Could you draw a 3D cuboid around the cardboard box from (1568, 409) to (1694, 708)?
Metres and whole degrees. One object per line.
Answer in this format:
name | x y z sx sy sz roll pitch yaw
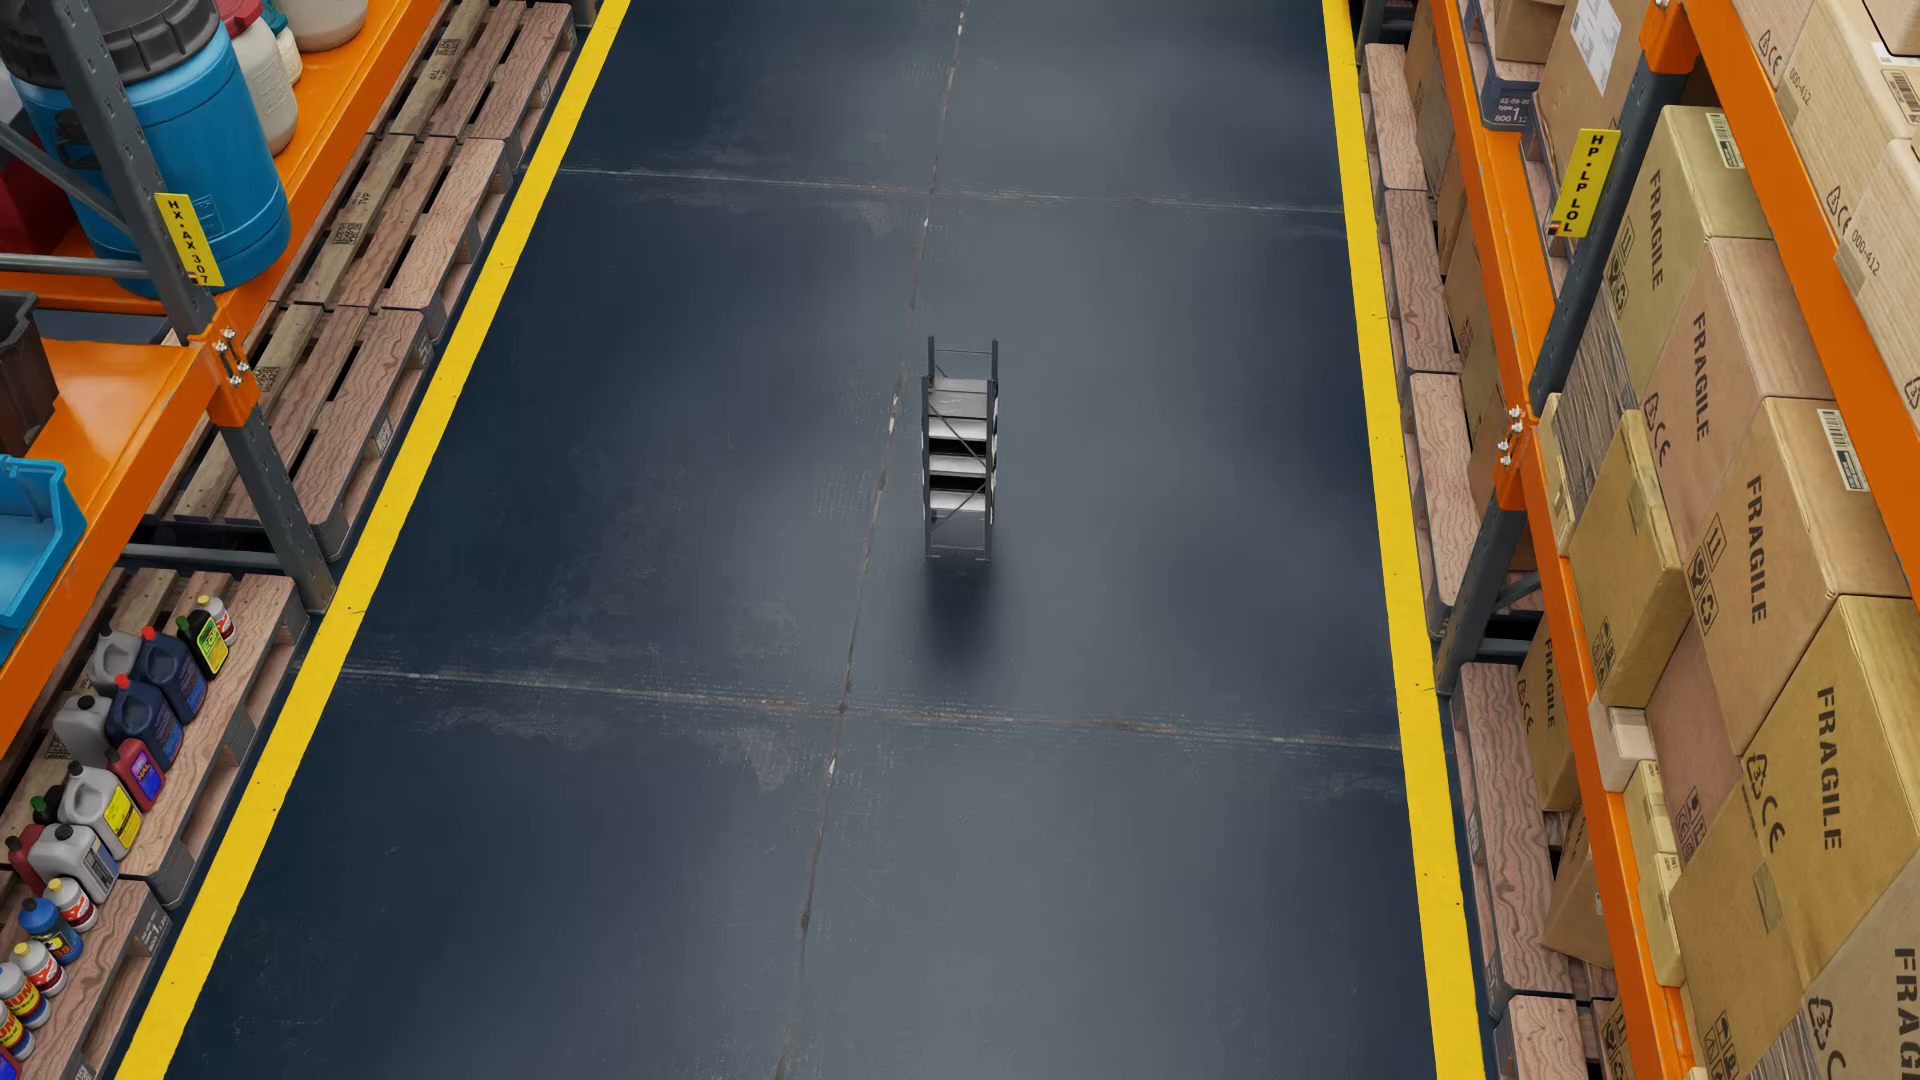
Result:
cardboard box | 1.968 0.071 3.883 0.875 0.500 0.500 4 48 4

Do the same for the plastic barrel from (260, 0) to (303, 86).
plastic barrel | -2.507 -1.735 5.898 0.301 0.262 0.301 0 48 0

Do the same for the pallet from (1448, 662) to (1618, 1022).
pallet | 2.126 0.950 5.238 1.003 0.211 1.213 4 48 4

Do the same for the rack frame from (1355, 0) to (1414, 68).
rack frame | 2.516 -3.426 7.351 1.000 3.000 0.127 4 48 4

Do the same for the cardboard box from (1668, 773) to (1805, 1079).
cardboard box | 1.936 0.809 3.208 0.875 0.500 0.500 4 48 4

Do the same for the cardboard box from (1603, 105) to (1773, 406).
cardboard box | 1.857 -0.645 3.860 0.500 0.500 0.500 4 48 4

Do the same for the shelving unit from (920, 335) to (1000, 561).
shelving unit | 0.001 -0.310 5.923 0.258 0.900 0.210 4 48 4

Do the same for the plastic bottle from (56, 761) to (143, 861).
plastic bottle | -2.599 0.797 4.986 0.144 0.351 0.185 4 48 3

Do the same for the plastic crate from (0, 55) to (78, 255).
plastic crate | -3.041 -1.218 5.288 0.402 0.464 0.583 4 48 4

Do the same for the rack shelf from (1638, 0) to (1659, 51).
rack shelf | 2.334 -2.726 5.165 1.077 0.370 4.000 4 48 4

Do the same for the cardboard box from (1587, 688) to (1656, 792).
cardboard box | 1.724 0.469 3.958 0.380 0.149 0.250 4 48 4

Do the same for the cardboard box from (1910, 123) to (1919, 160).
cardboard box | 1.722 -0.594 2.559 0.380 0.149 0.250 3 48 3

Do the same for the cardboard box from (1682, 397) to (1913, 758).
cardboard box | 1.767 0.090 3.188 0.500 0.500 0.500 4 48 4

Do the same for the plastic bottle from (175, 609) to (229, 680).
plastic bottle | -2.496 0.324 5.463 0.061 0.283 0.133 6 48 5

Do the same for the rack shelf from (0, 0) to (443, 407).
rack shelf | -2.598 -2.047 6.577 1.077 0.370 4.000 4 48 4

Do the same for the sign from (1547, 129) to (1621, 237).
sign | 1.599 -0.912 4.267 0.100 0.325 0.005 4 48 4

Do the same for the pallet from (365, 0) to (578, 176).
pallet | -2.525 -2.251 8.166 1.003 0.211 1.213 4 48 4

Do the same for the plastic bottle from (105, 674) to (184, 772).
plastic bottle | -2.570 0.559 5.203 0.144 0.351 0.185 2 48 2

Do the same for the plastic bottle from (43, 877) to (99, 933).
plastic bottle | -2.602 1.055 4.851 0.097 0.201 0.097 0 48 0

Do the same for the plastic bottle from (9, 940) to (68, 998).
plastic bottle | -2.620 1.206 4.713 0.097 0.201 0.097 0 48 0

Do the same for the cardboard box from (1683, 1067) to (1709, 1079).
cardboard box | 1.640 1.205 3.286 0.380 0.149 0.250 4 48 4

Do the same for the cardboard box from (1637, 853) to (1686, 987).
cardboard box | 1.709 0.839 3.620 0.380 0.149 0.250 4 48 4

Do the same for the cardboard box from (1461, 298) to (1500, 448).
cardboard box | 2.291 -0.591 6.153 0.700 0.500 0.500 4 48 3

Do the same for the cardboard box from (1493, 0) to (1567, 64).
cardboard box | 2.218 -1.943 5.640 0.797 0.503 0.637 8 48 8

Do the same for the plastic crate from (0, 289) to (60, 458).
plastic crate | -2.955 -0.423 4.646 0.767 0.338 0.504 4 48 4

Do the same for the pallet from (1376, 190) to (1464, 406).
pallet | 2.330 -1.017 7.037 1.003 0.211 1.213 4 48 4

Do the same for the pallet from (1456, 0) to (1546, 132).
pallet | 2.377 -1.904 6.089 1.003 0.211 1.213 4 48 4

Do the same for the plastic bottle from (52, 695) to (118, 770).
plastic bottle | -2.720 0.593 5.222 0.152 0.276 0.135 4 48 4

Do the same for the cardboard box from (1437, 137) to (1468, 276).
cardboard box | 2.392 -1.412 6.904 0.700 0.500 0.500 7 48 7

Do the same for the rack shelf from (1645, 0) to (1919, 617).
rack shelf | 1.969 0.213 2.477 1.077 0.370 4.000 4 48 4

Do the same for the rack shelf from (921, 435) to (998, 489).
rack shelf | 0.001 -0.287 5.948 0.258 0.077 0.200 4 48 4

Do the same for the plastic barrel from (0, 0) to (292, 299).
plastic barrel | -2.444 -1.253 5.023 0.600 0.901 0.708 4 48 4

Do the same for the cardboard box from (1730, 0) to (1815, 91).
cardboard box | 1.856 -1.135 3.324 0.500 0.250 0.500 2 48 2

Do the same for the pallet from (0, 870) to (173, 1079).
pallet | -2.992 1.511 4.725 1.003 0.211 1.213 4 48 4

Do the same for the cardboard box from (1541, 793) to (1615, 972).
cardboard box | 2.031 0.928 4.778 0.500 0.500 0.500 18 50 16

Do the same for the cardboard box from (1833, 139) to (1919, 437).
cardboard box | 1.756 -0.382 2.635 0.500 0.250 0.500 2 48 2

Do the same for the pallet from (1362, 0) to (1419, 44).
pallet | 2.663 -3.059 8.905 1.003 0.211 1.213 4 48 4

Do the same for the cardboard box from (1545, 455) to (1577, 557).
cardboard box | 1.797 -0.081 4.462 0.380 0.149 0.250 4 48 4

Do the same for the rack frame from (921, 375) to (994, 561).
rack frame | -0.009 -0.235 5.855 0.240 0.900 0.006 4 48 4

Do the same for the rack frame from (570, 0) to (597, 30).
rack frame | -2.416 -3.759 7.655 1.000 3.000 0.127 4 48 4

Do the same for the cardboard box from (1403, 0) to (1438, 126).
cardboard box | 2.475 -2.237 7.659 0.700 0.500 0.500 2 48 1

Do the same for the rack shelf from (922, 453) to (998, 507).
rack shelf | 0.001 -0.226 6.014 0.258 0.077 0.200 4 48 4

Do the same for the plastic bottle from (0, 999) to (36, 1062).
plastic bottle | -2.638 1.329 4.553 0.097 0.271 0.097 0 48 0

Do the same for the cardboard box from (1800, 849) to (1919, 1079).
cardboard box | 1.679 0.825 2.516 0.500 0.500 0.500 4 48 4

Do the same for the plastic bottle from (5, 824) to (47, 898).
plastic bottle | -2.724 0.932 4.908 0.061 0.283 0.133 4 48 4

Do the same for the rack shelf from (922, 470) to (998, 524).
rack shelf | 0.001 -0.166 6.081 0.258 0.077 0.200 4 48 4

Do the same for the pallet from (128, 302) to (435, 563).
pallet | -2.748 -0.458 6.526 1.003 0.211 1.213 4 48 4
